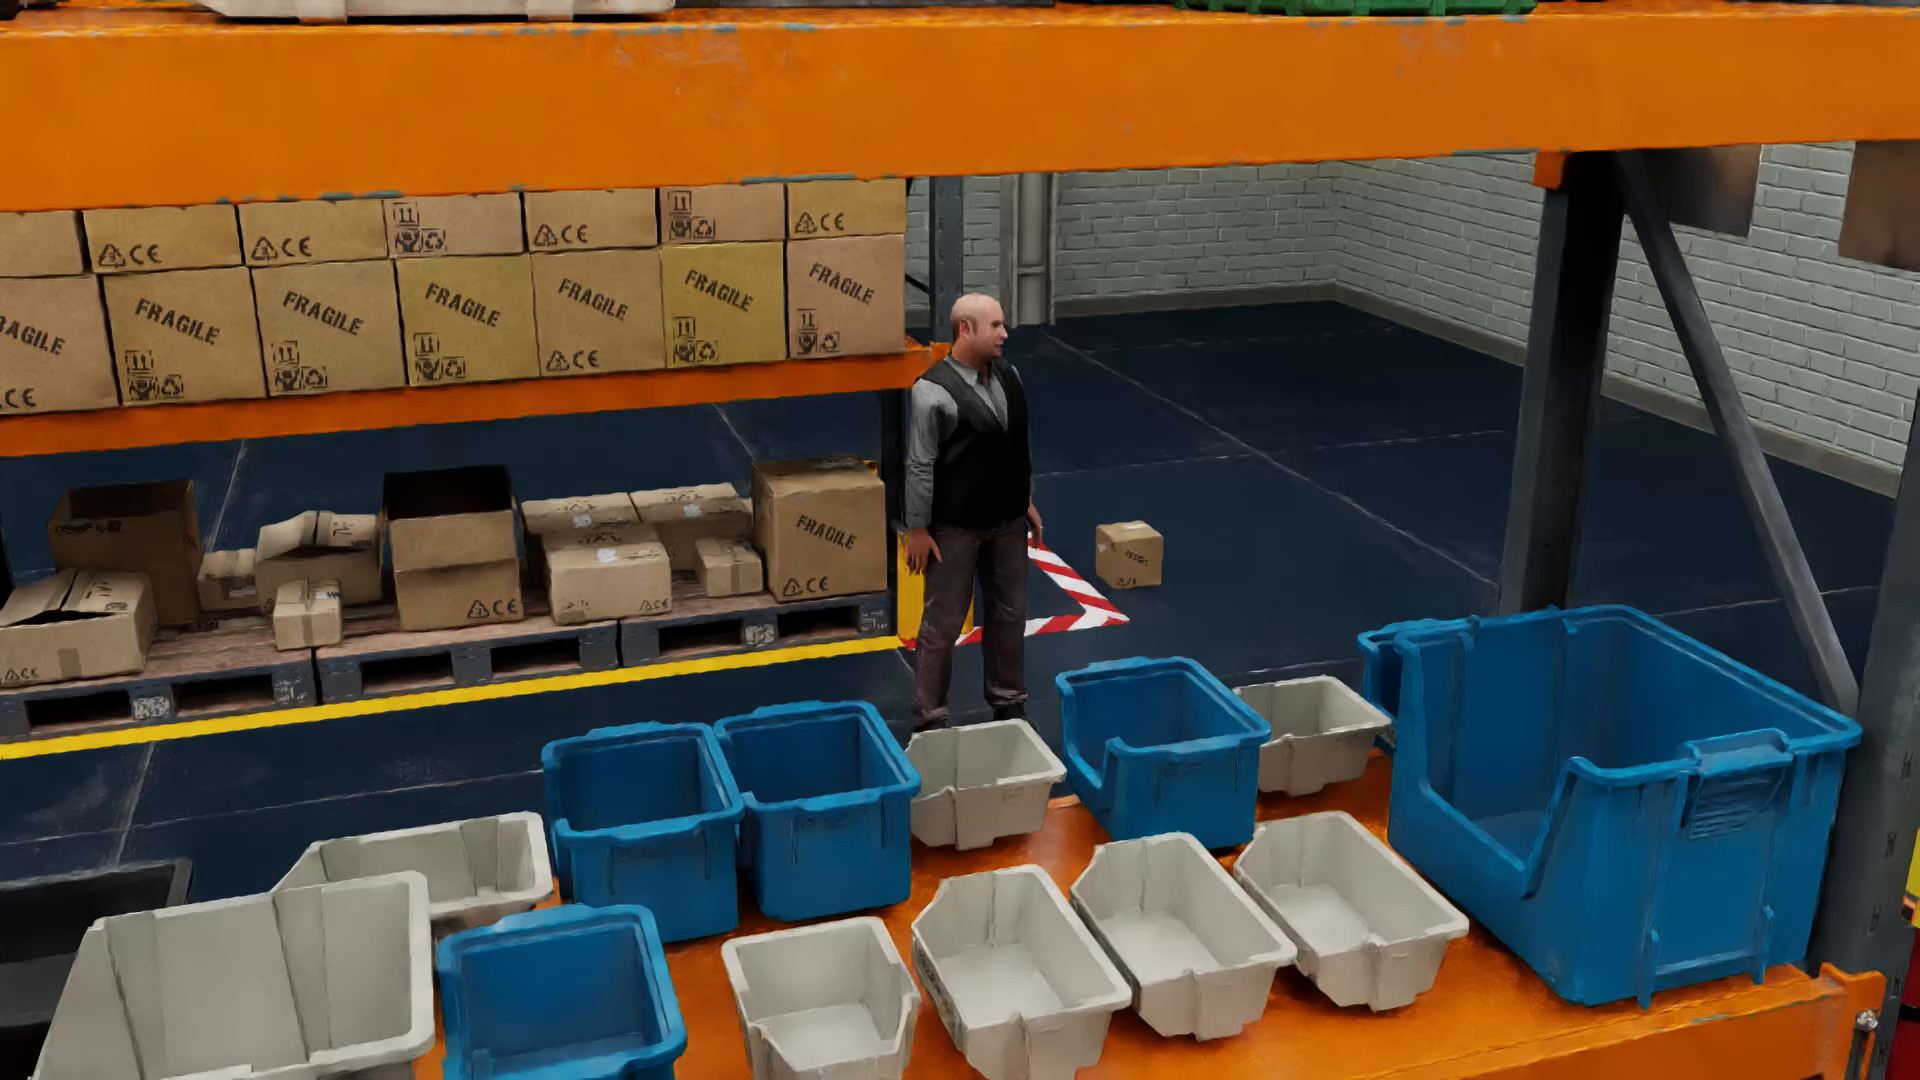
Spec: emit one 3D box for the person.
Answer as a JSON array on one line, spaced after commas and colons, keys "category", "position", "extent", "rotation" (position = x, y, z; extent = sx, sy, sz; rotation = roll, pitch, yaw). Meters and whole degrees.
[{"category": "person", "position": [0.070, -0.050, 6.175], "extent": [0.559, 1.728, 0.475], "rotation": [-17, 25, -39]}]
